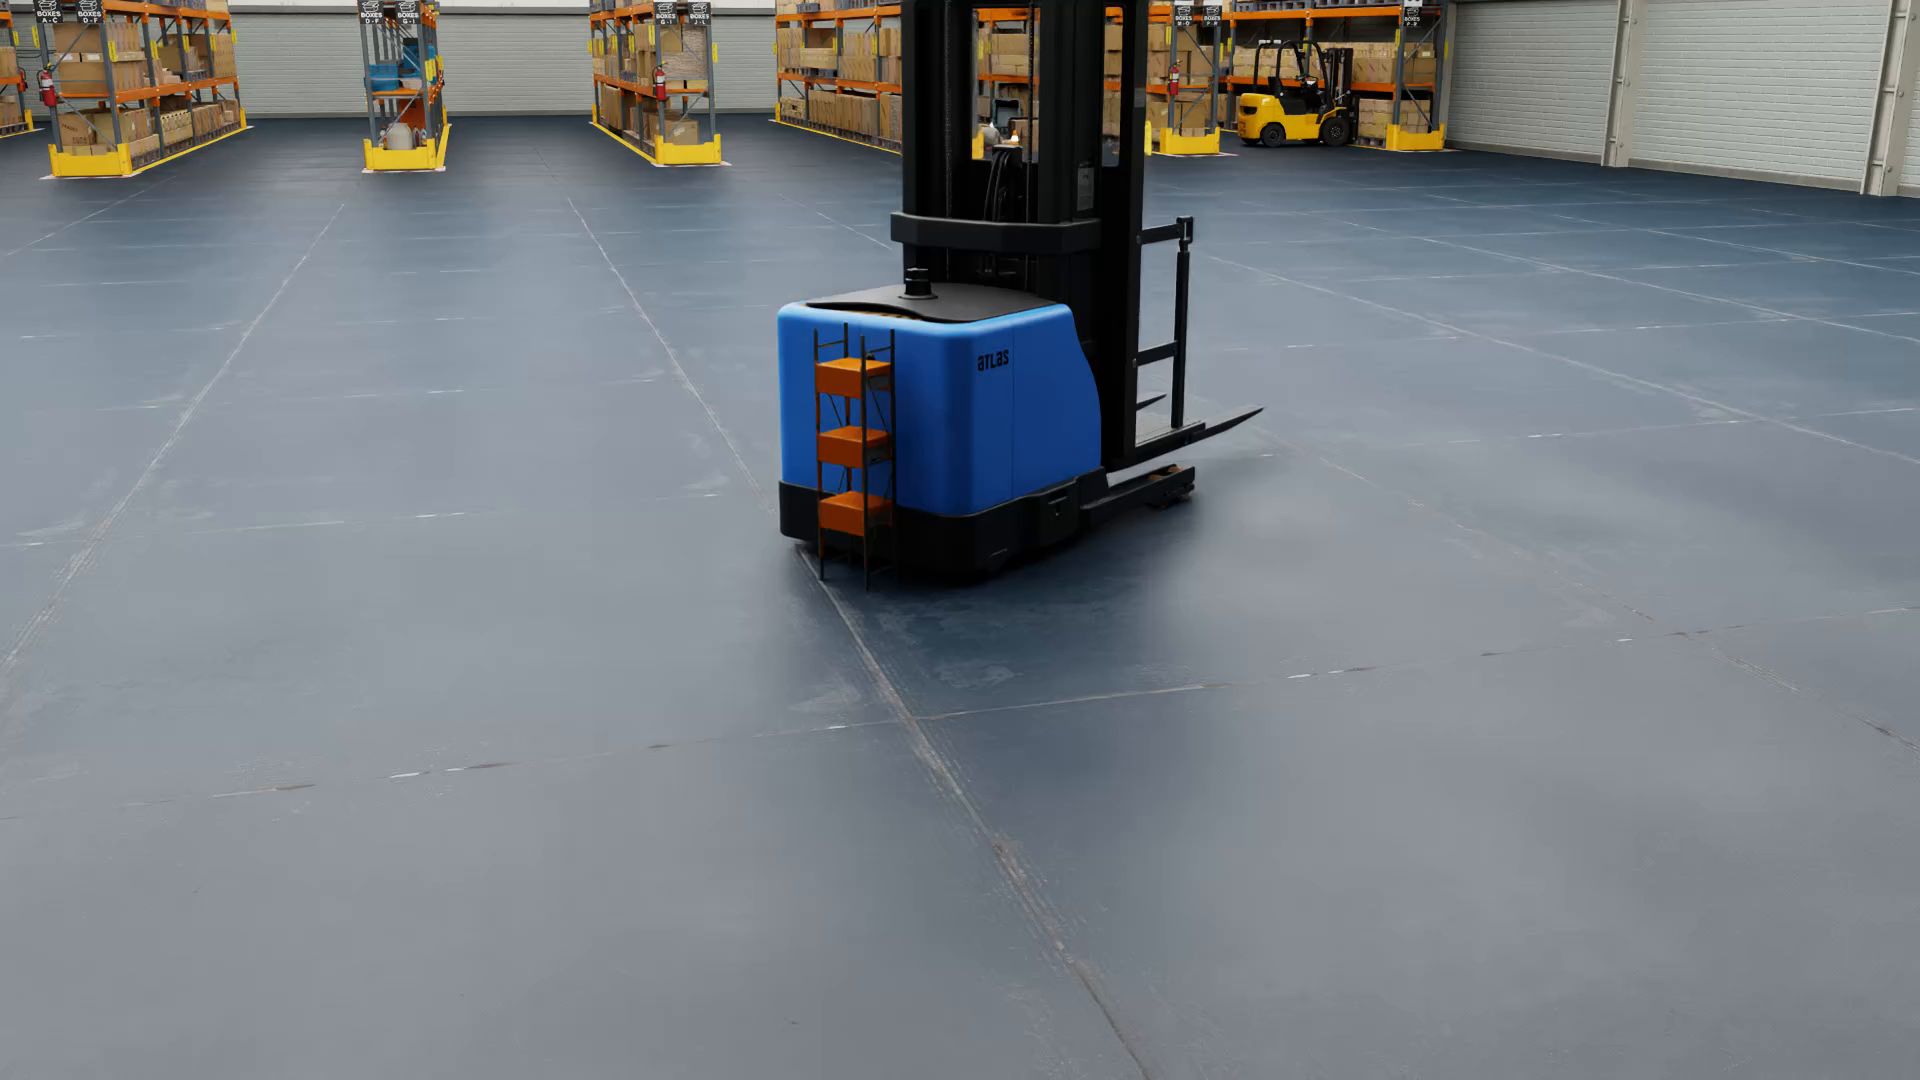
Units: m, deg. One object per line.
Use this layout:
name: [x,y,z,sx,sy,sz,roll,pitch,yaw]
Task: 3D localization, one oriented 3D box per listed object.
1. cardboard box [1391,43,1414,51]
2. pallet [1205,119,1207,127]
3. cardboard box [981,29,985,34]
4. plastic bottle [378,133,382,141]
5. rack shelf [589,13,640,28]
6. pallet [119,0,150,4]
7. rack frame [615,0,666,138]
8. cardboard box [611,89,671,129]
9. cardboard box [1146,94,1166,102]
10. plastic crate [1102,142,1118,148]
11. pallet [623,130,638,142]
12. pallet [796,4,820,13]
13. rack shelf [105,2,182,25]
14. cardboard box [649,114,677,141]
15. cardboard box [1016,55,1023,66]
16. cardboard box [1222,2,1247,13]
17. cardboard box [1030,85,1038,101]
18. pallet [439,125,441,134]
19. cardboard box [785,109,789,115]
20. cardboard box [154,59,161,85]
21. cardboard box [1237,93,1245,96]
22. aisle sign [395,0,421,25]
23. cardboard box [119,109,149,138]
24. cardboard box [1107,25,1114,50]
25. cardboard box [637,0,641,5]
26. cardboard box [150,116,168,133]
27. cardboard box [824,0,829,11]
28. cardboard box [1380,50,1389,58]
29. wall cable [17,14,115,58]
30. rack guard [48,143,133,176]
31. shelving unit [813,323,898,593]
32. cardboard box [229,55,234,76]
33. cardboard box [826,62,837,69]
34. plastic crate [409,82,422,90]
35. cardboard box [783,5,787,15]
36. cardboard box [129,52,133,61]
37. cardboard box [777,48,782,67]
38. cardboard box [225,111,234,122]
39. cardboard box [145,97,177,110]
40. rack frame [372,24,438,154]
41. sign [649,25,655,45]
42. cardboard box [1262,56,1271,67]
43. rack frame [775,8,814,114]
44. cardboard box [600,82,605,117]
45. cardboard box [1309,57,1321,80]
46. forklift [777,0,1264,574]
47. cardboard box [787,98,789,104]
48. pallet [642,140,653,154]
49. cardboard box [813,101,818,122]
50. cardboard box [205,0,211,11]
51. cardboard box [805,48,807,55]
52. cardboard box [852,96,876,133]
cardboard box: [9.052,-10.082,33.985,0.380,0.149,0.250,-5,17,-15]
pallet: [6.654,-10.923,43.447,1.003,0.211,1.213,-5,17,-15]
cardboard box: [0.779,-13.542,44.281,0.380,0.149,0.250,-5,17,-16]
plastic bottle: [-10.685,-7.344,30.645,0.061,0.283,0.133,-4,17,-14]
rack shelf: [-8.795,-13.287,42.506,1.077,0.370,4.000,-5,17,-15]
pallet: [-15.827,-10.234,31.427,0.805,0.209,1.217,-5,18,-17]
rack frame: [-7.146,-10.535,37.309,1.000,3.000,0.127,-5,17,-15]
cardboard box: [-7.315,-9.911,38.195,1.225,0.875,0.875,-6,18,-18]
cardboard box: [3.945,-8.957,33.674,0.380,0.149,0.250,-4,17,-14]
plastic crate: [3.125,-8.314,34.993,0.402,0.080,0.583,-12,20,-34]
pallet: [-6.933,-8.983,36.990,1.003,0.211,1.213,-5,17,-15]
pallet: [-3.381,-13.173,41.204,1.213,0.211,1.003,-5,17,-15]
rack shelf: [-16.122,-10.291,32.536,1.077,0.370,4.000,-5,17,-15]
cardboard box: [-5.975,-8.319,33.546,0.500,0.500,0.500,-5,18,-17]
cardboard box: [1.700,-11.881,41.184,0.500,0.250,0.500,-5,17,-17]
cardboard box: [6.780,-13.199,41.226,0.500,0.250,0.500,-5,18,-17]
cardboard box: [2.273,-10.699,40.821,0.875,0.875,0.875,-5,17,-16]
pallet: [-12.835,-9.697,39.369,1.003,0.211,1.213,-5,17,-15]
cardboard box: [-4.521,-11.564,44.961,0.380,0.149,0.250,-4,17,-15]
cardboard box: [-16.050,-9.192,32.665,0.500,0.500,0.500,-5,17,-15]
cardboard box: [7.263,-11.271,42.247,0.380,0.149,0.250,-4,17,-14]
aisle sign: [-9.408,-9.179,28.276,0.394,0.787,0.004,-5,17,-15]
cardboard box: [-14.968,-7.501,29.957,0.500,0.500,0.500,-5,17,-15]
cardboard box: [3.514,-10.599,35.095,0.700,0.500,0.500,-5,17,-15]
cardboard box: [-5.893,-10.364,31.788,0.500,0.250,0.500,-5,18,-17]
cardboard box: [-15.447,-7.933,31.723,0.500,0.311,0.500,-5,17,-15]
cardboard box: [-2.900,-12.659,38.992,0.500,0.500,0.500,-5,17,-15]
cardboard box: [8.889,-10.000,34.226,0.380,0.149,0.250,-4,17,-14]
wall cable: [-24.843,-14.552,45.651,3.097,2.526,0.112,-5,17,-15]
rack guard: [-14.467,-6.336,27.676,1.175,0.500,0.348,-5,17,-15]
shelving unit: [-0.420,-0.333,6.734,0.252,1.050,0.215,12,21,35]
cardboard box: [-18.340,-11.768,41.240,0.500,0.500,0.500,-5,17,-15]
cardboard box: [-2.927,-11.080,38.831,0.380,0.149,0.250,-4,17,-14]
plastic crate: [-9.646,-8.077,29.586,0.298,0.136,0.250,-5,17,-15]
cardboard box: [-4.376,-14.045,44.041,0.500,0.250,0.500,-5,18,-17]
cardboard box: [-14.944,-8.595,29.551,0.380,0.149,0.250,-4,17,-14]
cardboard box: [-4.690,-13.156,45.345,0.500,0.500,0.500,-4,17,-13]
cardboard box: [-18.252,-10.463,41.086,0.500,0.250,0.500,-5,17,-15]
cardboard box: [-17.174,-9.381,35.744,0.500,0.250,0.500,-4,17,-13]
rack frame: [-10.809,-9.037,32.322,1.000,3.000,0.127,-5,17,-15]
sign: [-5.486,-8.989,29.603,0.100,0.325,0.005,-5,17,-15]
cardboard box: [7.469,-11.313,39.292,0.500,0.250,0.500,-4,17,-14]
rack frame: [-4.548,-13.112,45.888,1.000,3.000,0.127,-5,17,-15]
cardboard box: [-9.092,-11.761,44.353,0.875,0.875,0.875,-5,17,-15]
cardboard box: [8.124,-10.510,37.052,0.500,0.500,0.500,-5,17,-17]
forklift: [0.491,-1.626,7.770,1.130,2.935,3.031,12,21,35]
cardboard box: [-4.445,-11.852,44.886,0.380,0.149,0.250,-6,18,-18]
pallet: [-5.828,-7.910,33.418,1.003,0.211,1.213,-5,17,-15]
cardboard box: [-3.353,-10.638,41.267,0.500,0.500,0.500,-4,17,-13]
cardboard box: [-17.667,-12.378,38.492,0.500,0.250,0.500,-5,17,-15]
cardboard box: [-3.632,-12.078,41.119,0.380,0.149,0.250,-5,17,-15]
cardboard box: [-1.768,-9.348,36.539,1.050,0.750,0.750,-5,17,-15]
